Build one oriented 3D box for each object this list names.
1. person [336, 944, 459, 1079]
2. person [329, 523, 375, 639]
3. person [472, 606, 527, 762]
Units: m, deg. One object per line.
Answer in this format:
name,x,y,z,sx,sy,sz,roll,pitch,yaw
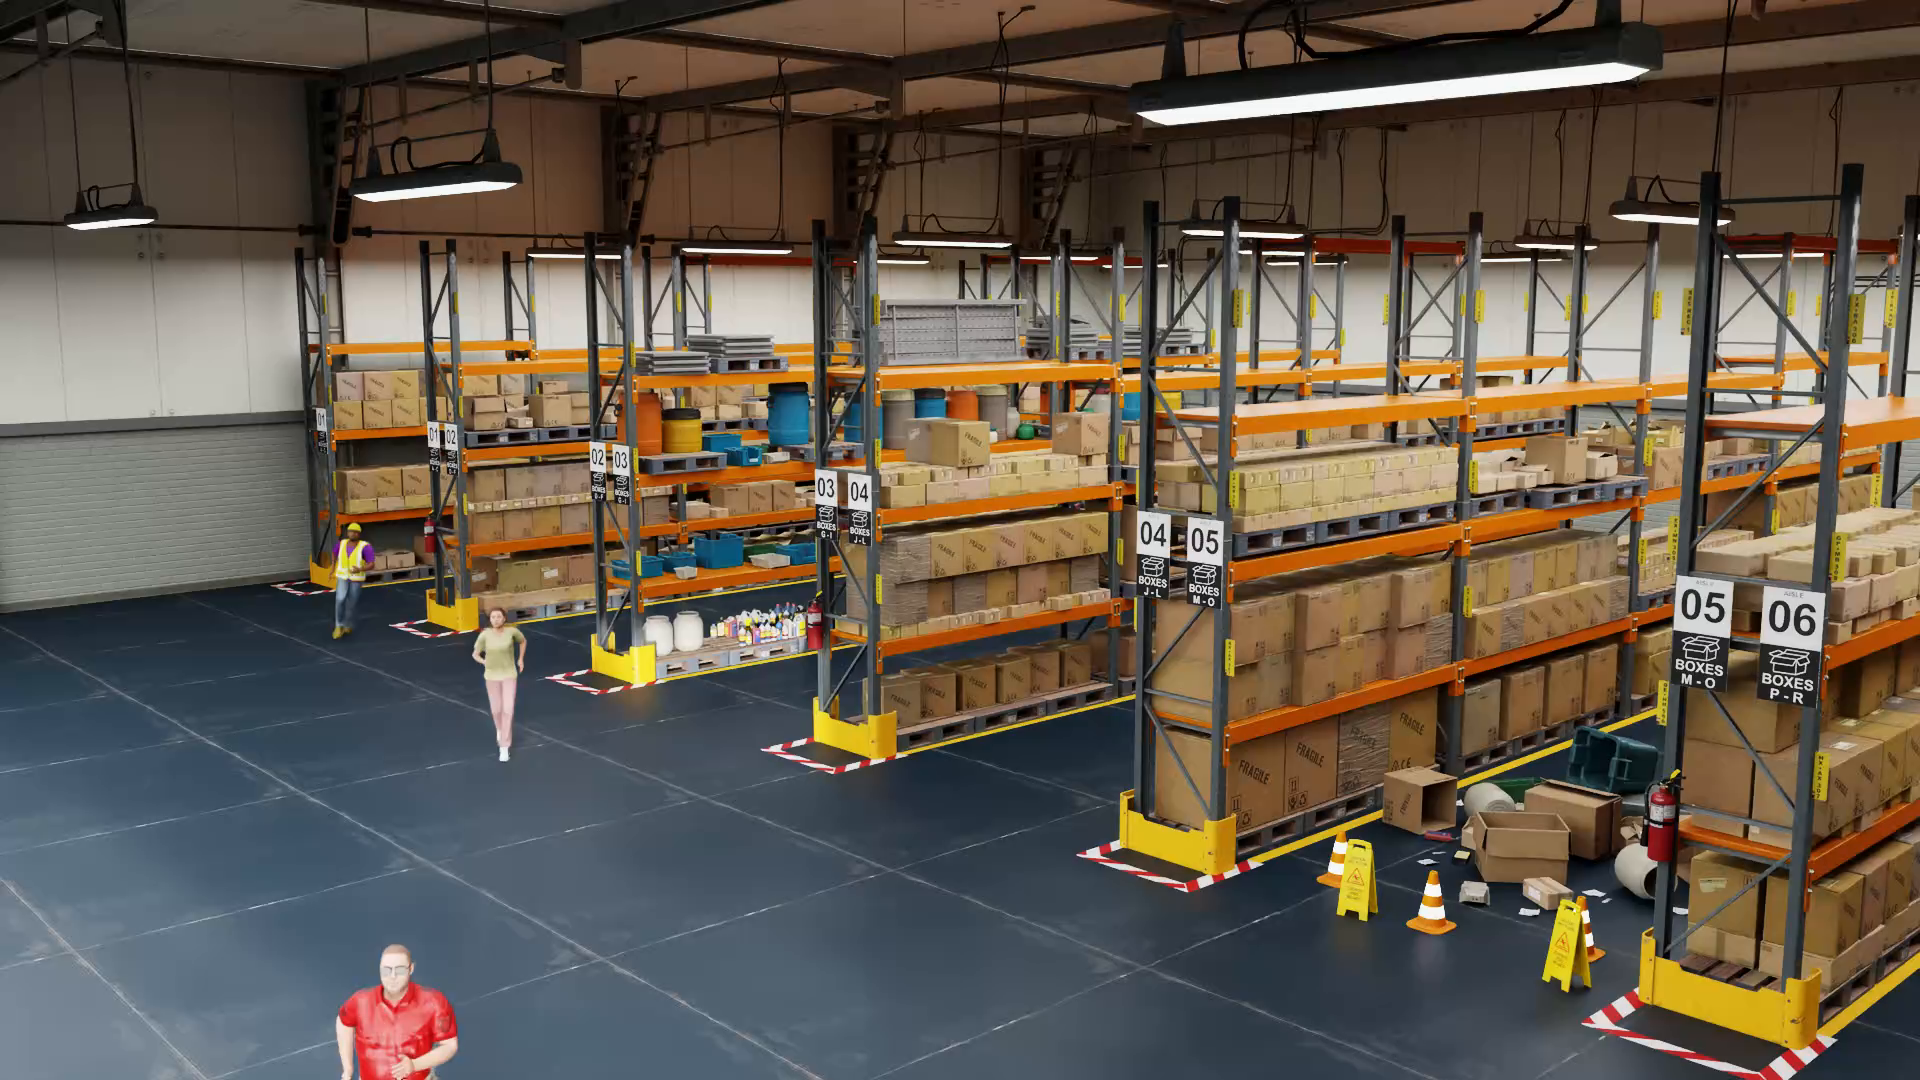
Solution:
person,-2.997,3.041,8.893,0.633,1.802,0.761,-2,9,-16
person,-9.230,0.596,25.231,0.703,1.719,0.692,-2,9,-11
person,-5.216,1.582,18.866,0.587,1.684,0.954,-2,9,-11
